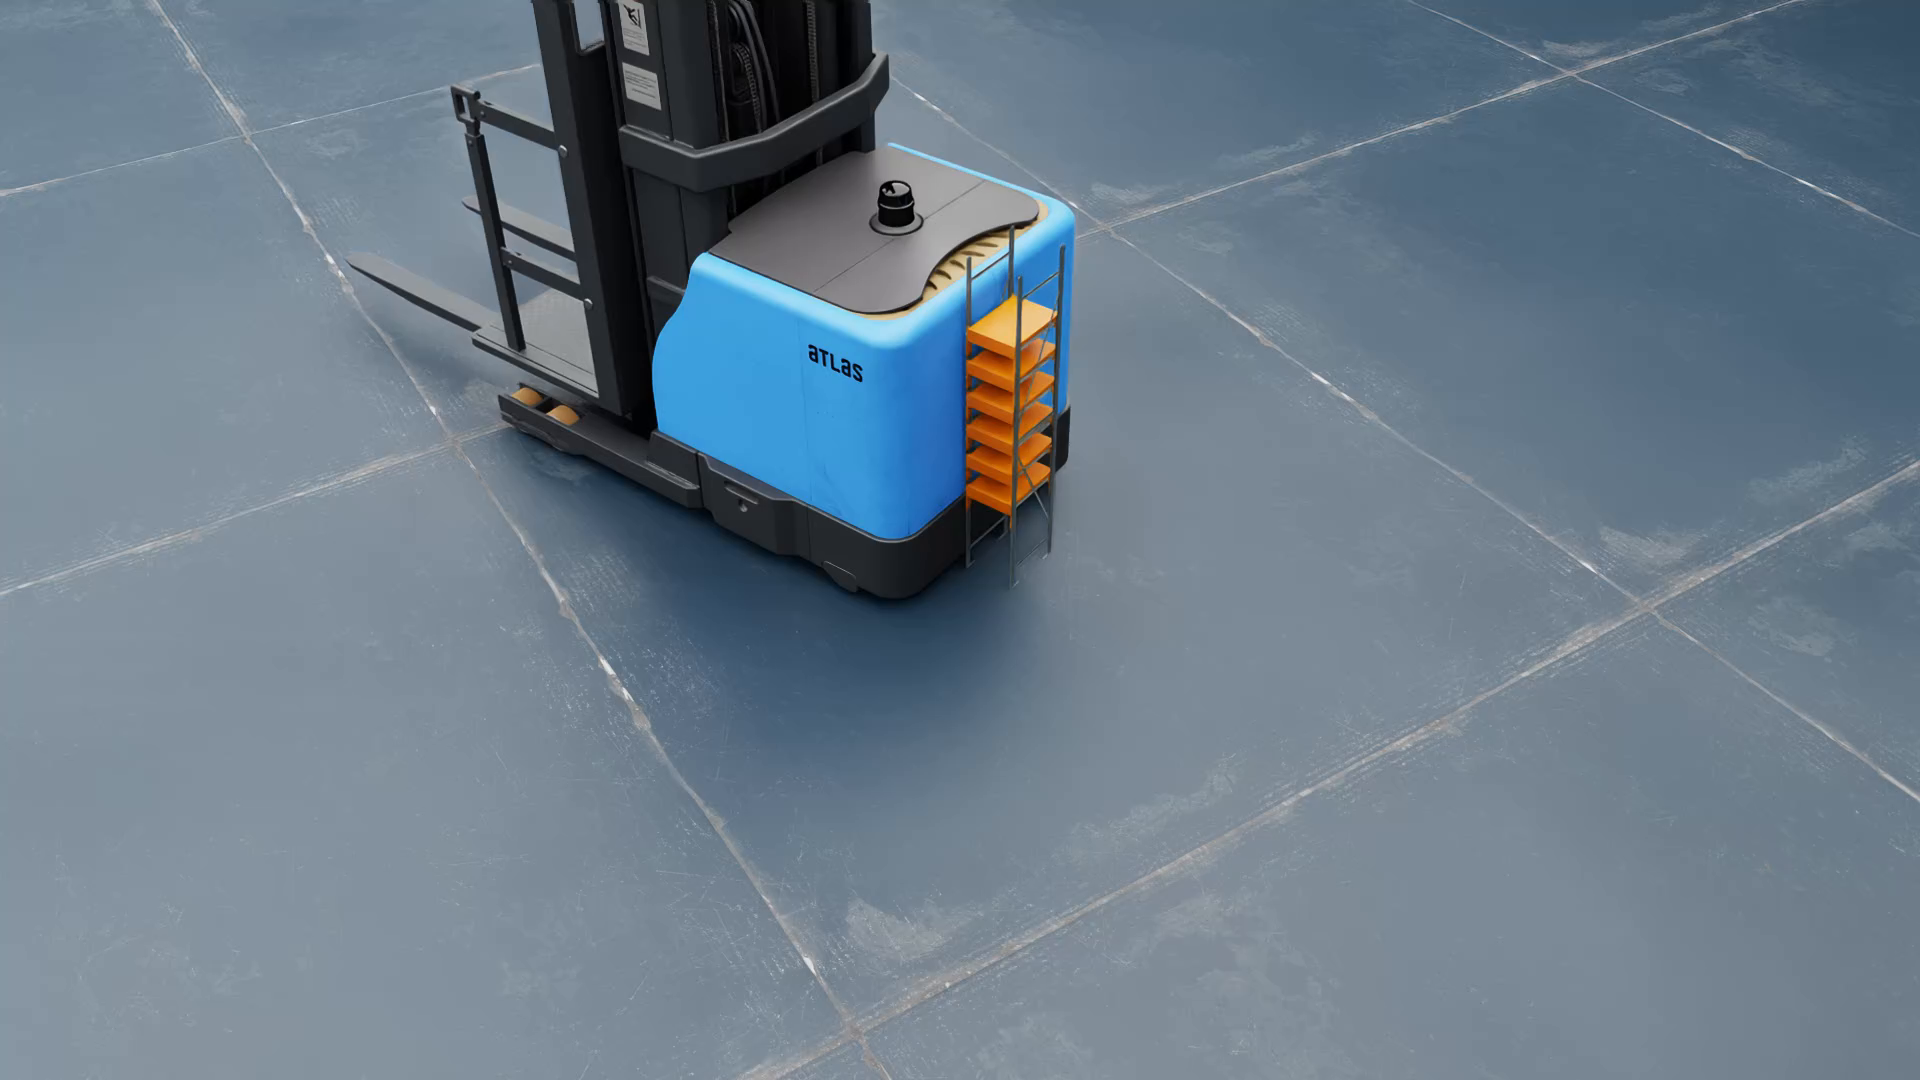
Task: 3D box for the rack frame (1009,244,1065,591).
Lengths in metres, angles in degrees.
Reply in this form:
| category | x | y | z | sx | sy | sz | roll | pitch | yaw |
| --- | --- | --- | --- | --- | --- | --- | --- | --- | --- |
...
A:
| category | x | y | z | sx | sy | sz | roll | pitch | yaw |
| --- | --- | --- | --- | --- | --- | --- | --- | --- | --- |
| rack frame | 0.239 | -0.354 | 5.238 | 0.006 | 1.200 | 0.240 | 25 | 46 | 27 |

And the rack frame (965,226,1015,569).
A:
| category | x | y | z | sx | sy | sz | roll | pitch | yaw |
| --- | --- | --- | --- | --- | --- | --- | --- | --- | --- |
| rack frame | 0.092 | -0.424 | 5.322 | 0.006 | 1.200 | 0.240 | 25 | 46 | 27 |

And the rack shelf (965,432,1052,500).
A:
| category | x | y | z | sx | sy | sz | roll | pitch | yaw |
| --- | --- | --- | --- | --- | --- | --- | --- | --- | --- |
| rack shelf | 0.165 | -0.263 | 5.385 | 0.180 | 0.103 | 0.258 | 25 | 46 | 27 |

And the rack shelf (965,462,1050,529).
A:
| category | x | y | z | sx | sy | sz | roll | pitch | yaw |
| --- | --- | --- | --- | --- | --- | --- | --- | --- | --- |
| rack shelf | 0.165 | -0.171 | 5.462 | 0.180 | 0.103 | 0.258 | 25 | 46 | 27 |

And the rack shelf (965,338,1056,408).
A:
| category | x | y | z | sx | sy | sz | roll | pitch | yaw |
| --- | --- | --- | --- | --- | --- | --- | --- | --- | --- |
| rack shelf | 0.165 | -0.540 | 5.155 | 0.180 | 0.103 | 0.258 | 25 | 46 | 27 |

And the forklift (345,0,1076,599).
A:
| category | x | y | z | sx | sy | sz | roll | pitch | yaw |
| --- | --- | --- | --- | --- | --- | --- | --- | --- | --- |
| forklift | -1.096 | -1.699 | 5.499 | 3.031 | 2.935 | 1.130 | 25 | 46 | 27 |

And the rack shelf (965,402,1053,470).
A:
| category | x | y | z | sx | sy | sz | roll | pitch | yaw |
| --- | --- | --- | --- | --- | --- | --- | --- | --- | --- |
| rack shelf | 0.165 | -0.355 | 5.308 | 0.180 | 0.103 | 0.258 | 25 | 46 | 27 |

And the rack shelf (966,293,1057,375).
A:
| category | x | y | z | sx | sy | sz | roll | pitch | yaw |
| --- | --- | --- | --- | --- | --- | --- | --- | --- | --- |
| rack shelf | 0.165 | -0.632 | 5.078 | 0.180 | 0.103 | 0.258 | 25 | 46 | 27 |

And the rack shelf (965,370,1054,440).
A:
| category | x | y | z | sx | sy | sz | roll | pitch | yaw |
| --- | --- | --- | --- | --- | --- | --- | --- | --- | --- |
| rack shelf | 0.165 | -0.447 | 5.232 | 0.180 | 0.103 | 0.258 | 25 | 46 | 27 |

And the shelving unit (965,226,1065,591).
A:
| category | x | y | z | sx | sy | sz | roll | pitch | yaw |
| --- | --- | --- | --- | --- | --- | --- | --- | --- | --- |
| shelving unit | 0.165 | -0.389 | 5.280 | 0.189 | 1.200 | 0.258 | 25 | 46 | 27 |
